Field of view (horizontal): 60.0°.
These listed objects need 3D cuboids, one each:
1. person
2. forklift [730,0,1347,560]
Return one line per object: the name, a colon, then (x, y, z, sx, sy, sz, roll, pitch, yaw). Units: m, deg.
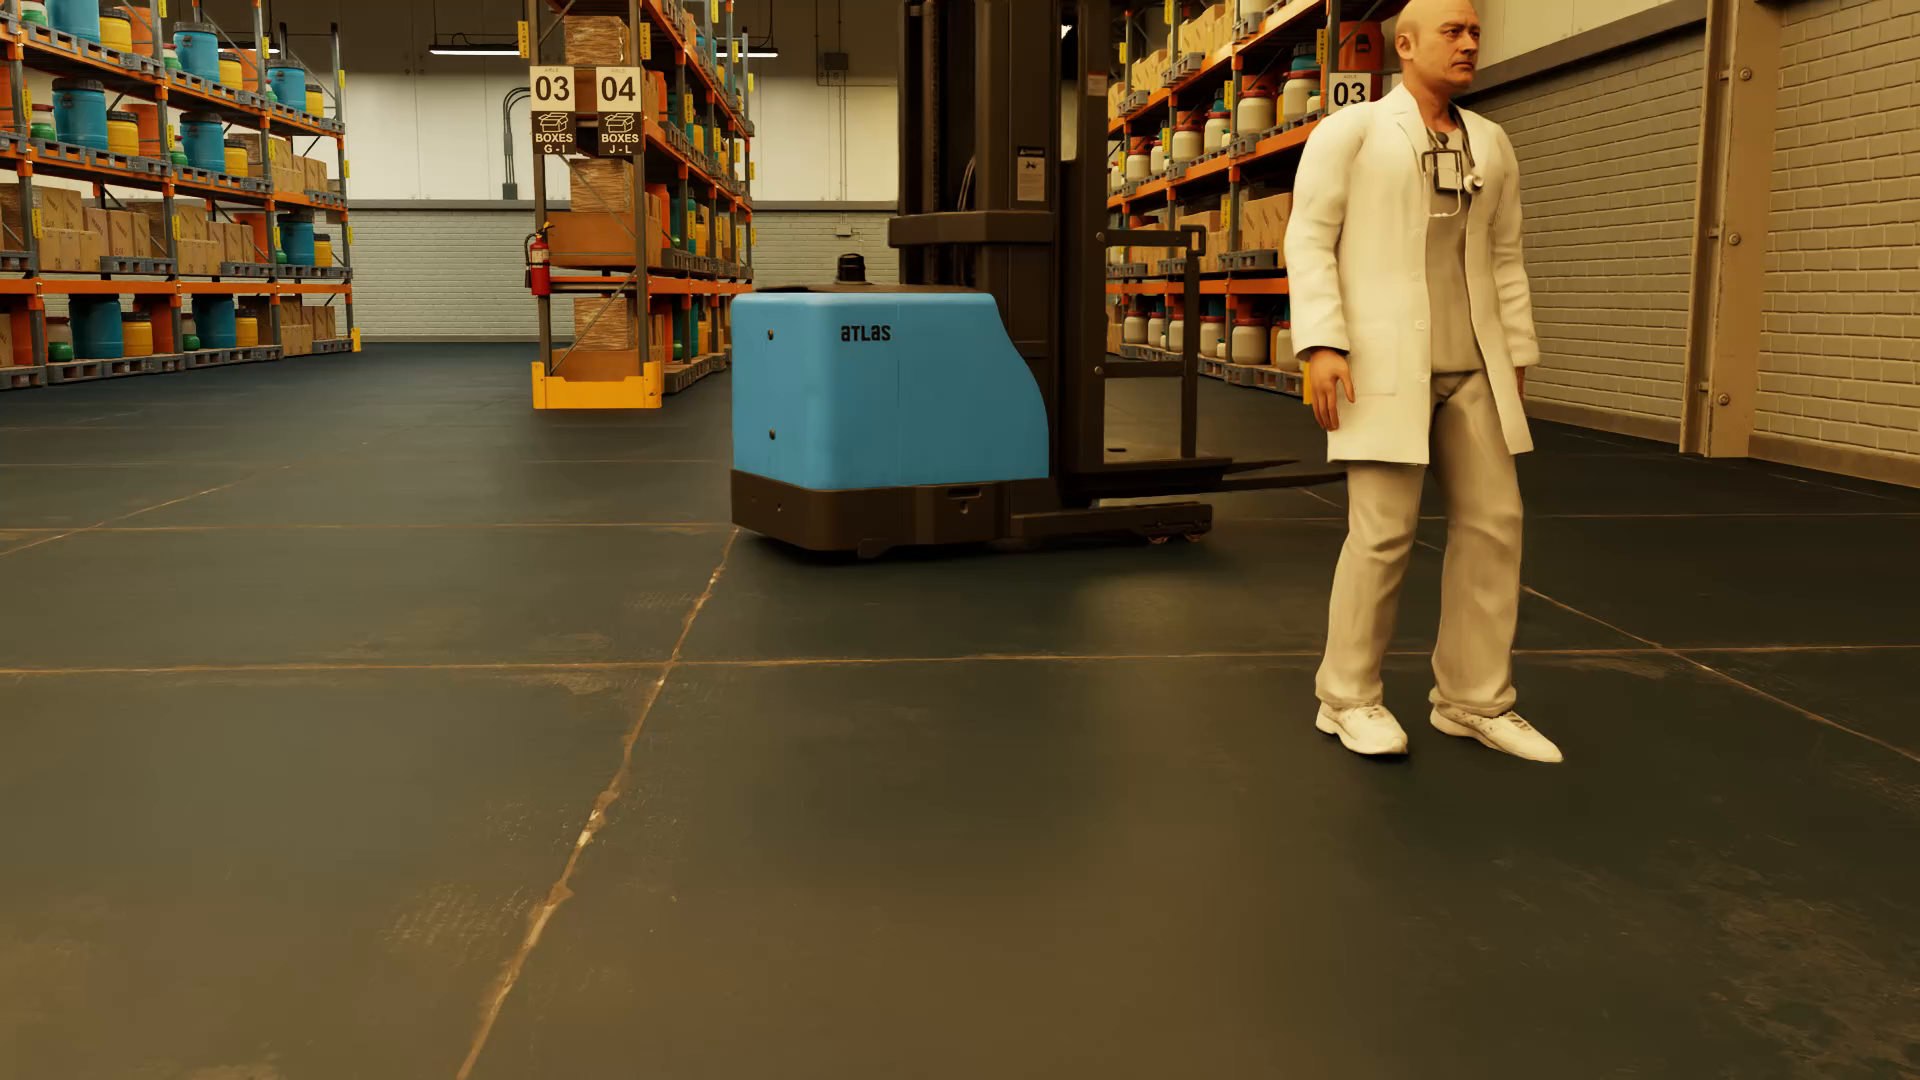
person: (1.119, -0.376, 3.905, 0.681, 1.802, 0.510, -2, 9, -16)
forklift: (0.536, -1.500, 7.431, 3.031, 2.935, 1.130, -4, 10, -27)
